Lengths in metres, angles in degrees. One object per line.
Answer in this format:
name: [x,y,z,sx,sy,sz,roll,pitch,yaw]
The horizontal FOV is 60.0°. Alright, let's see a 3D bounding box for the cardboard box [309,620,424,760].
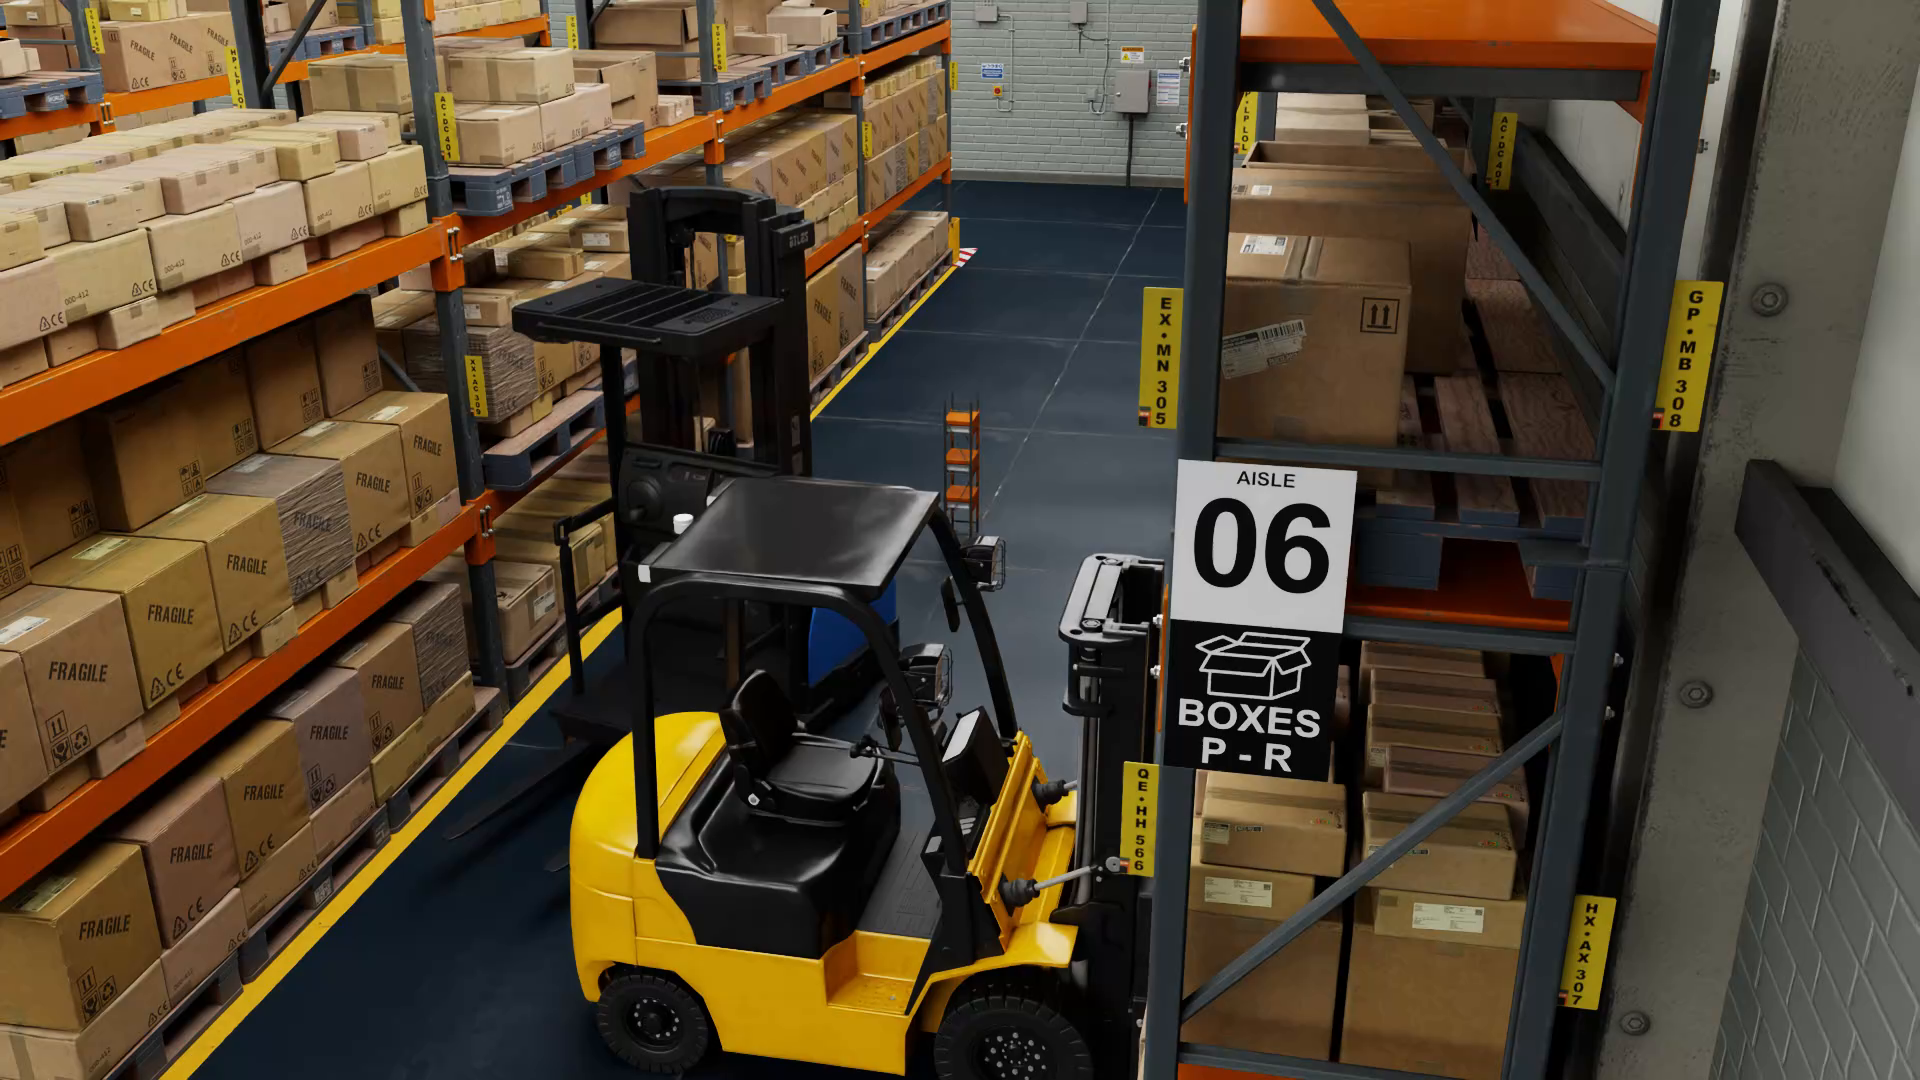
cardboard box: [-3.016,0.719,8.169,0.500,0.500,0.500,5,22,12]

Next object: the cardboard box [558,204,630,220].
cardboard box: [-2.558,-2.132,12.039,0.500,0.500,0.500,4,22,9]

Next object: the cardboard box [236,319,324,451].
cardboard box: [-3.484,-0.756,7.844,0.700,0.500,0.500,5,22,11]

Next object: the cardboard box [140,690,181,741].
cardboard box: [-3.313,0.663,6.528,0.380,0.149,0.250,5,22,12]

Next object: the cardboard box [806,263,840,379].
cardboard box: [-1.649,-2.008,15.107,0.875,0.875,0.875,5,22,12]

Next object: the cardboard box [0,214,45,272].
cardboard box: [-3.329,-1.000,5.574,0.380,0.149,0.250,4,22,11]

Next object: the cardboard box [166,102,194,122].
cardboard box: [-10.148,-5.452,21.179,0.500,0.250,0.500,4,22,10]

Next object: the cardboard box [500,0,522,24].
cardboard box: [-5.405,-6.114,19.206,0.500,0.250,0.500,4,22,11]

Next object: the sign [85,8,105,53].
sign: [-6.565,-3.863,12.617,0.100,0.325,0.005,4,22,11]

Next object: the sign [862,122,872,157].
sign: [-0.891,-3.825,15.893,0.100,0.325,0.005,4,22,11]

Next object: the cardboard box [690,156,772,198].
cardboard box: [-1.808,-2.754,13.204,0.500,0.500,0.500,5,22,11]

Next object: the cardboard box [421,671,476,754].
cardboard box: [-2.914,0.880,8.771,0.500,0.250,0.500,5,23,13]

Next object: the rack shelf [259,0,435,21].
rack shelf: [-2.648,-3.432,9.828,1.077,0.370,4.000,4,22,11]

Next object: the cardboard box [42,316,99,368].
cardboard box: [-3.356,-0.733,5.978,0.380,0.149,0.250,4,22,9]

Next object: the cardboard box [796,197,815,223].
cardboard box: [-1.558,-2.784,14.282,0.500,0.250,0.500,5,22,12]

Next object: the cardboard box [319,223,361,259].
cardboard box: [-2.988,-1.392,7.616,0.380,0.149,0.250,5,22,11]

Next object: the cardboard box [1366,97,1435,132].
cardboard box: [2.496,-2.429,9.472,0.380,0.166,0.250,4,22,11]

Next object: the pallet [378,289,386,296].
pallet: [-6.188,-2.658,18.171,1.003,0.211,1.213,4,22,11]

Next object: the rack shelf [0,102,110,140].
rack shelf: [-7.515,-2.567,11.159,1.077,0.370,4.000,4,22,11]

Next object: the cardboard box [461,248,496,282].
cardboard box: [-3.022,-1.658,9.994,0.380,0.149,0.250,4,22,9]

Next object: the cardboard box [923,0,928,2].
cardboard box: [-0.611,-6.217,18.766,0.500,0.250,0.500,2,22,6]

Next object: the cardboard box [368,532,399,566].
cardboard box: [-2.997,0.001,8.171,0.380,0.149,0.250,5,22,11]

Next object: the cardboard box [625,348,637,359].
cardboard box: [-2.315,-1.268,10.760,0.380,0.149,0.250,4,22,9]

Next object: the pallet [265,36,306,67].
pallet: [-6.729,-4.410,15.025,1.213,0.211,1.003,4,22,11]

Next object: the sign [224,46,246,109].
sign: [-3.600,-2.292,8.295,0.100,0.325,0.005,4,22,11]

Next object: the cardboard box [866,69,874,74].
cardboard box: [-1.138,-5.143,18.267,0.380,0.149,0.250,5,22,11]

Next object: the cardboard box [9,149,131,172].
cardboard box: [-3.652,-1.511,6.844,0.380,0.149,0.250,4,22,10]

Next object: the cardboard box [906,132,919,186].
cardboard box: [-0.752,-4.114,17.921,0.500,0.500,0.500,5,22,13]

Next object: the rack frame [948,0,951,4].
rack frame: [-0.608,-7.609,18.700,1.000,3.000,0.127,4,22,11]

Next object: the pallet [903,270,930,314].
pallet: [-0.945,-2.789,18.496,1.003,0.211,1.213,4,22,11]

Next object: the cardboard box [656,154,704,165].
cardboard box: [-2.294,-2.807,13.337,0.500,0.500,0.500,5,22,12]

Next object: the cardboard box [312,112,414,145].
cardboard box: [-3.079,-2.178,8.871,0.500,0.250,0.500,4,22,10]

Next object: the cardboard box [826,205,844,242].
cardboard box: [-1.374,-2.924,15.299,0.500,0.250,0.500,4,22,10]

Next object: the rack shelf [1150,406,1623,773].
rack shelf: [1.396,-0.386,5.745,1.077,0.370,4.000,4,22,11]

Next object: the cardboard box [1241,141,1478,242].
cardboard box: [1.303,-1.036,5.562,0.797,0.503,0.637,5,23,13]

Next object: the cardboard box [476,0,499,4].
cardboard box: [-5.529,-6.158,18.644,0.500,0.250,0.500,5,22,12]

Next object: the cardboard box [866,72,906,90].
cardboard box: [-0.776,-4.825,17.479,0.380,0.149,0.250,5,22,11]

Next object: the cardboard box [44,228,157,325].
cardboard box: [-3.315,-0.972,6.039,0.500,0.250,0.500,5,22,12]

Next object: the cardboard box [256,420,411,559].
cardboard box: [-3.002,-0.251,7.930,0.500,0.500,0.500,5,23,13]

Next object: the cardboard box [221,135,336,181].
cardboard box: [-2.950,-1.655,7.202,0.380,0.149,0.250,5,22,12]

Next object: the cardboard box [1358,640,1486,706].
cardboard box: [1.486,0.433,5.364,0.380,0.149,0.250,5,23,13]

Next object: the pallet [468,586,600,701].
pallet: [-2.899,0.572,10.152,1.003,0.211,1.213,4,22,11]

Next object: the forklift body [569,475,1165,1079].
forklift body: [-0.411,0.964,6.581,2.313,2.155,1.214,4,22,11]

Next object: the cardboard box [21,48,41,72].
cardboard box: [-7.013,-3.529,12.202,0.380,0.166,0.250,4,22,11]

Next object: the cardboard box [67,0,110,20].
cardboard box: [-7.188,-4.390,13.564,0.396,0.266,0.258,4,22,11]

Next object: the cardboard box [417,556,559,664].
cardboard box: [-2.952,0.395,9.813,0.950,0.372,0.625,5,22,12]

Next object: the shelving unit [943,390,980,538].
shelving unit: [0.011,-0.507,11.706,0.215,1.050,0.252,4,22,11]

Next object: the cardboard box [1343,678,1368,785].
cardboard box: [1.544,0.820,5.669,0.500,0.500,0.500,4,22,10]

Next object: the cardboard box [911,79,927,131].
cardboard box: [-0.655,-4.767,18.204,0.500,0.500,0.500,4,22,11]

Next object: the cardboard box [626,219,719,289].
cardboard box: [-2.061,-2.092,11.938,0.500,0.500,0.500,4,22,9]

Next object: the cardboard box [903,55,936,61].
cardboard box: [-0.485,-5.490,19.130,0.380,0.149,0.250,5,22,12]

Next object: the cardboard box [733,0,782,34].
cardboard box: [-1.888,-4.695,14.785,0.500,0.500,0.500,4,22,10]

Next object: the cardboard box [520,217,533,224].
cardboard box: [-5.370,-3.910,20.004,0.380,0.149,0.250,4,22,10]

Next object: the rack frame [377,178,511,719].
rack frame: [-3.056,-0.437,8.924,1.000,3.000,0.127,4,22,11]

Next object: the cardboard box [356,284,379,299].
cardboard box: [-6.195,-2.449,16.702,0.500,0.500,0.500,4,22,10]

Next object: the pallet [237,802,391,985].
pallet: [-3.405,1.552,7.717,1.003,0.211,1.213,4,22,11]

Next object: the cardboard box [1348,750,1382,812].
cardboard box: [1.357,0.764,4.940,0.380,0.149,0.250,4,22,10]

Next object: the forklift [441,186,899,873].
forklift: [-1.468,-0.212,8.456,1.130,2.935,3.031,10,24,24]
